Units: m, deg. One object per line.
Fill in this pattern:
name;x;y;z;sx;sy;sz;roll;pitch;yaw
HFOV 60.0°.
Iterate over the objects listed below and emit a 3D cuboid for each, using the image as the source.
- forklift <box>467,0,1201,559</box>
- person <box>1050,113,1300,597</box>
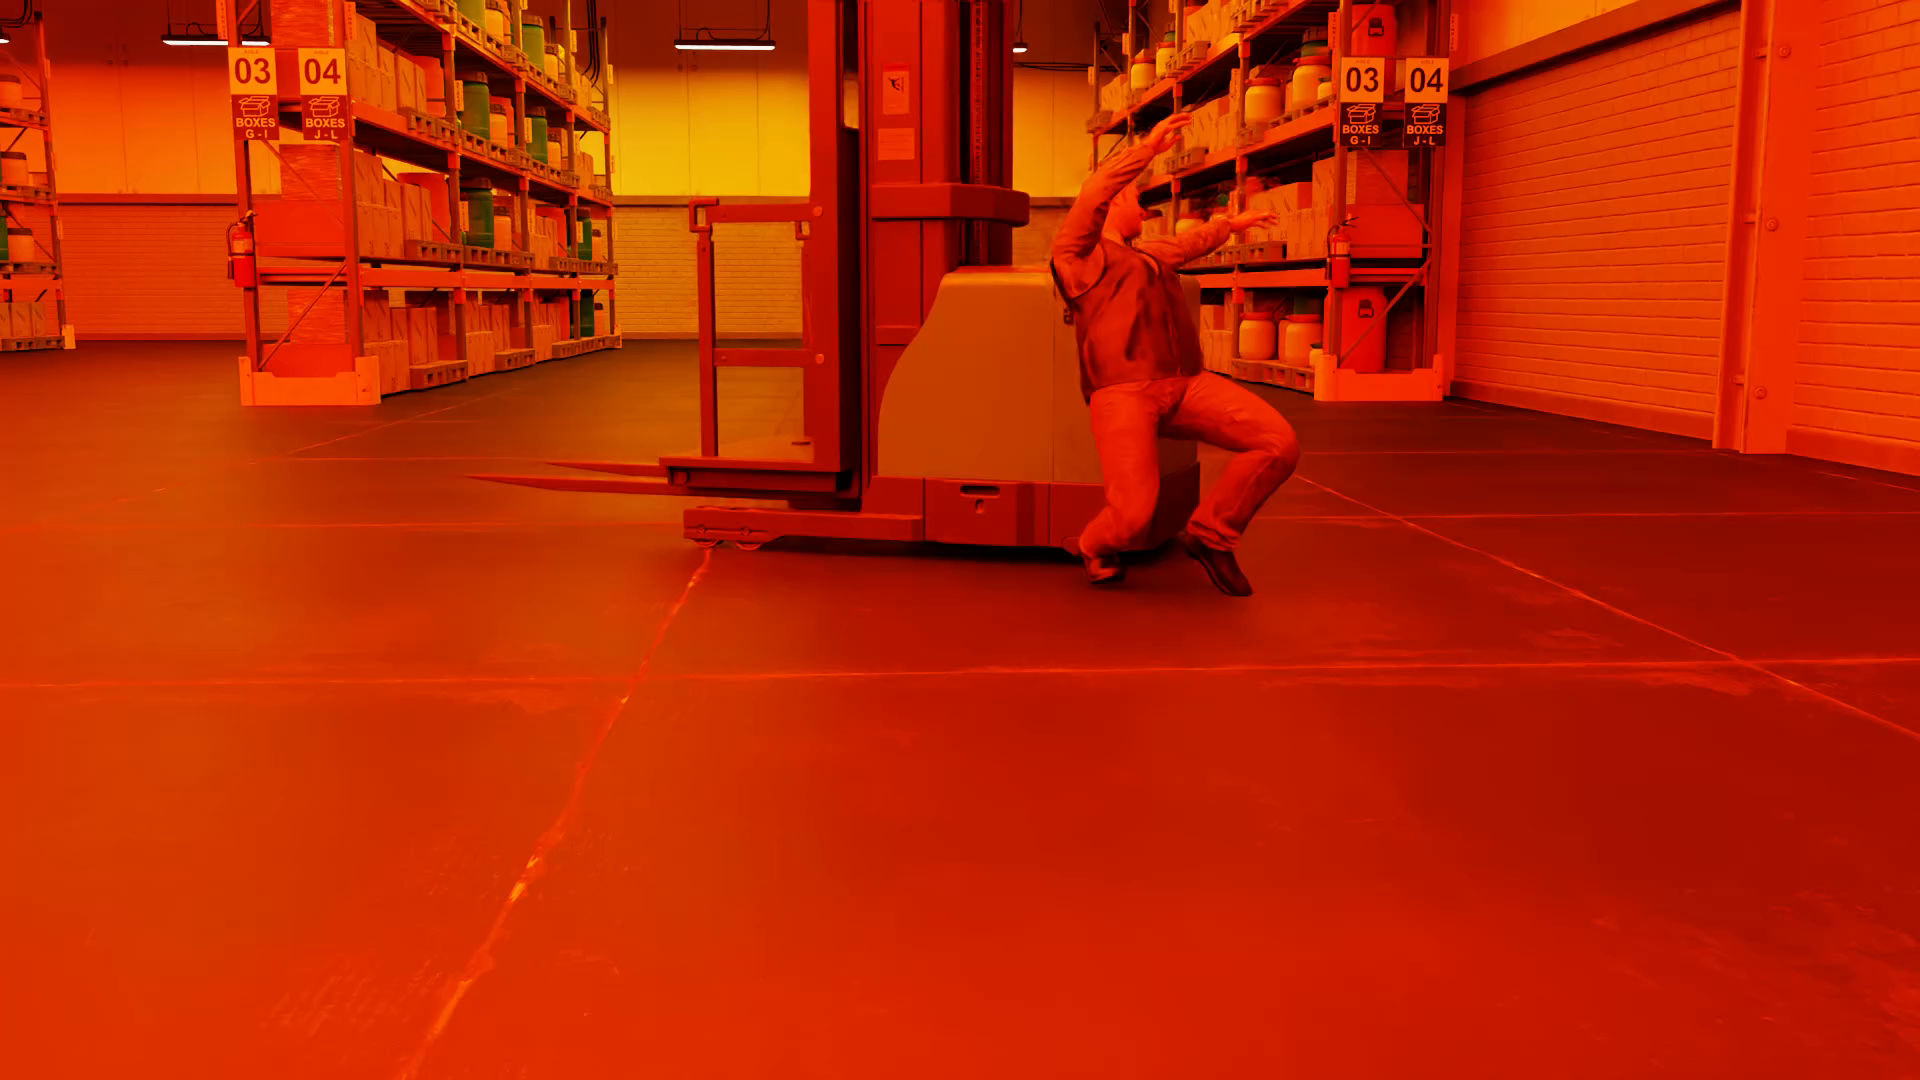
forklift;-0.578;-1.479;6.789;3.031;2.935;1.130;3;9;19
person;0.854;-0.608;5.634;1.081;1.598;0.833;-6;10;-35
